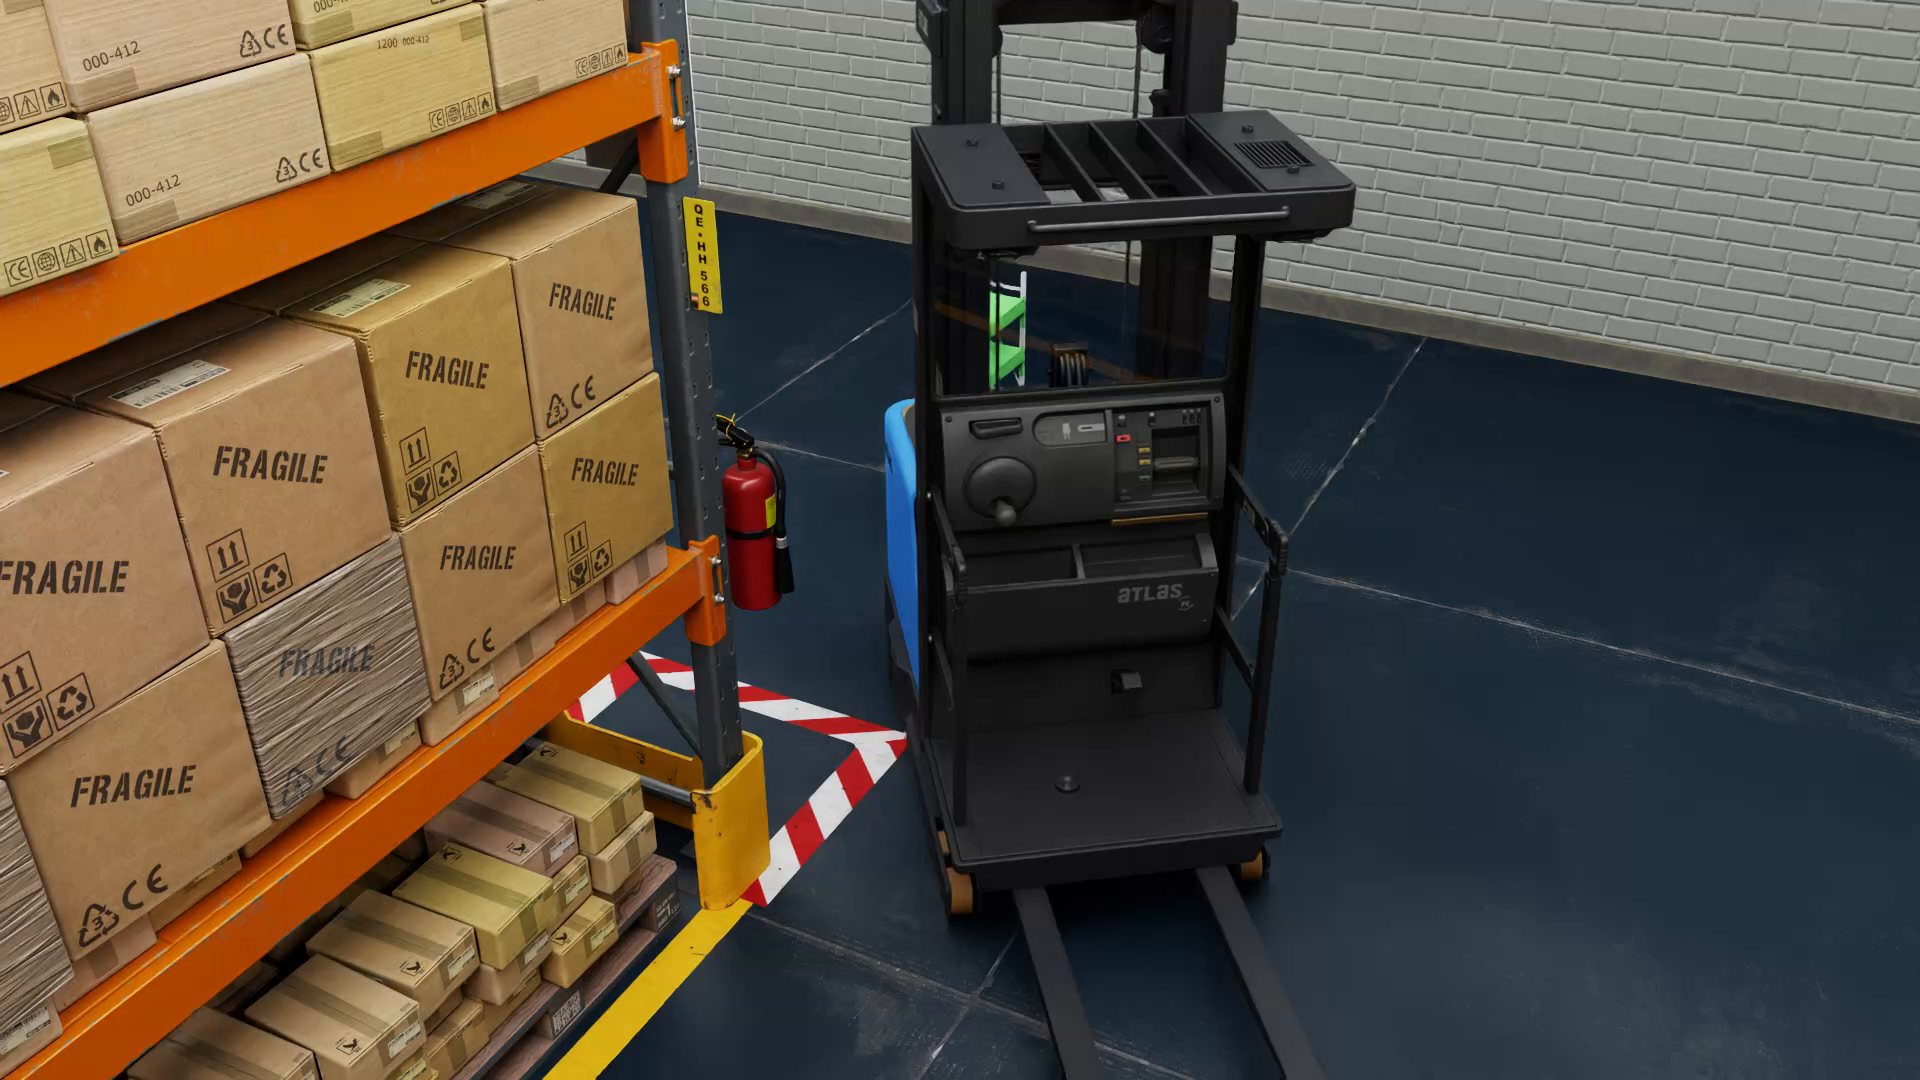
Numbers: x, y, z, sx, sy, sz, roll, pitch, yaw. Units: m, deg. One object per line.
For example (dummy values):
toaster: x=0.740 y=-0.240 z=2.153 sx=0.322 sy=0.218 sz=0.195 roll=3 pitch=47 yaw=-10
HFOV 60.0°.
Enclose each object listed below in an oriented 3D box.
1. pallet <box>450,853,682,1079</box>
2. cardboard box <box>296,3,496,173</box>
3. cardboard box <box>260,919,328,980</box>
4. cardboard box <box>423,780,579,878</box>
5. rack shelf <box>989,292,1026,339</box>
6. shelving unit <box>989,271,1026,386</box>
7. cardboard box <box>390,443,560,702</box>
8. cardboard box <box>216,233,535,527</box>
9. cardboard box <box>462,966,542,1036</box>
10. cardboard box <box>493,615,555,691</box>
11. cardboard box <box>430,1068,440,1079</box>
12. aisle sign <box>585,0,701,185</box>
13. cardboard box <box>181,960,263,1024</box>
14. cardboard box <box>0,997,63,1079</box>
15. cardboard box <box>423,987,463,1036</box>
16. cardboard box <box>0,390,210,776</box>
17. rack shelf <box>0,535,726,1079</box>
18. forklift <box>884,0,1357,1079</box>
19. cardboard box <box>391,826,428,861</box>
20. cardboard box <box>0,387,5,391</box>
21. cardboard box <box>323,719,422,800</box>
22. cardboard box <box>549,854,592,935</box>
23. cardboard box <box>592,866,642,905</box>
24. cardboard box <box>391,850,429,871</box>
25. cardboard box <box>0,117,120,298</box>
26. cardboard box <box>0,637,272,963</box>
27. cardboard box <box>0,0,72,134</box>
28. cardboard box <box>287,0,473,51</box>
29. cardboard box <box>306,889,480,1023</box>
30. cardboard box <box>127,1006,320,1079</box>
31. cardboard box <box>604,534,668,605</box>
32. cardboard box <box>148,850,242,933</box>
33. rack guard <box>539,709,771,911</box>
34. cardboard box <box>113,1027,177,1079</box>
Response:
pallet: x=-1.638 y=1.308 z=5.260 sx=1.003 sy=0.211 sz=1.213 roll=14 pitch=33 yaw=23
cardboard box: x=-1.399 y=-1.033 z=3.675 sx=0.500 sy=0.250 sz=0.500 roll=14 pitch=33 yaw=23
cardboard box: x=-2.090 y=1.139 z=4.897 sx=0.380 sy=0.149 sz=0.250 roll=15 pitch=33 yaw=25
cardboard box: x=-1.383 y=0.900 z=5.015 sx=0.380 sy=0.149 sz=0.250 roll=15 pitch=33 yaw=24
rack shelf: x=0.075 y=-0.955 z=7.372 sx=0.258 sy=0.148 sz=0.480 roll=14 pitch=33 yaw=23
shelving unit: x=0.075 y=-0.594 z=7.579 sx=0.258 sy=1.200 sz=0.503 roll=14 pitch=33 yaw=23
cardboard box: x=-1.416 y=0.026 z=4.294 sx=0.500 sy=0.500 sz=0.500 roll=14 pitch=33 yaw=22
cardboard box: x=-1.419 y=-0.409 z=4.047 sx=0.500 sy=0.500 sz=0.500 roll=13 pitch=32 yaw=22
cardboard box: x=-1.480 y=1.283 z=4.946 sx=0.380 sy=0.149 sz=0.250 roll=14 pitch=33 yaw=23
cardboard box: x=-1.346 y=0.247 z=4.560 sx=0.380 sy=0.149 sz=0.250 roll=14 pitch=33 yaw=23
cardboard box: x=-1.641 y=1.522 z=4.528 sx=0.380 sy=0.149 sz=0.250 roll=13 pitch=32 yaw=21
aisle sign: x=-0.901 y=-1.379 z=4.528 sx=0.394 sy=0.787 sz=0.004 roll=14 pitch=33 yaw=23
cardboard box: x=-2.164 y=1.146 z=4.586 sx=0.380 sy=0.149 sz=0.250 roll=16 pitch=33 yaw=25
cardboard box: x=-2.047 y=0.949 z=3.337 sx=0.380 sy=0.149 sz=0.250 roll=16 pitch=33 yaw=25
cardboard box: x=-1.637 y=1.264 z=4.680 sx=0.380 sy=0.149 sz=0.250 roll=14 pitch=33 yaw=23
cardboard box: x=-1.886 y=0.059 z=3.232 sx=0.500 sy=0.500 sz=0.500 roll=13 pitch=32 yaw=22
rack shelf: x=-2.113 y=0.912 z=3.873 sx=1.077 sy=0.370 sz=4.000 roll=14 pitch=33 yaw=23
forklift: x=0.441 y=-0.212 z=5.175 sx=1.130 sy=2.935 sz=3.031 roll=-5 pitch=30 yaw=-8
cardboard box: x=-1.761 y=0.814 z=5.164 sx=0.380 sy=0.149 sz=0.250 roll=15 pitch=33 yaw=24
cardboard box: x=-2.123 y=-0.303 z=3.863 sx=0.500 sy=0.500 sz=0.500 roll=14 pitch=33 yaw=22
cardboard box: x=-1.588 y=0.476 z=4.162 sx=0.380 sy=0.149 sz=0.250 roll=13 pitch=32 yaw=21
cardboard box: x=-1.355 y=1.041 z=5.068 sx=0.380 sy=0.149 sz=0.250 roll=14 pitch=33 yaw=22
cardboard box: x=-1.256 y=1.048 z=5.354 sx=0.380 sy=0.149 sz=0.250 roll=15 pitch=33 yaw=24
cardboard box: x=-1.844 y=0.921 z=5.277 sx=0.380 sy=0.149 sz=0.250 roll=14 pitch=33 yaw=23
cardboard box: x=-1.862 y=-0.576 z=2.880 sx=0.500 sy=0.250 sz=0.500 roll=16 pitch=33 yaw=25
cardboard box: x=-1.875 y=0.471 z=3.518 sx=0.500 sy=0.500 sz=0.500 roll=16 pitch=34 yaw=26
cardboard box: x=-1.893 y=-0.803 z=2.773 sx=0.500 sy=0.250 sz=0.500 roll=13 pitch=32 yaw=21
cardboard box: x=-1.417 y=-1.251 z=3.552 sx=0.500 sy=0.250 sz=0.500 roll=13 pitch=32 yaw=22
cardboard box: x=-1.562 y=1.144 z=4.590 sx=0.380 sy=0.149 sz=0.250 roll=13 pitch=32 yaw=21
cardboard box: x=-1.853 y=1.367 z=4.201 sx=0.380 sy=0.149 sz=0.250 roll=13 pitch=32 yaw=22
cardboard box: x=-1.098 y=0.031 z=4.937 sx=0.380 sy=0.149 sz=0.250 roll=14 pitch=33 yaw=23
cardboard box: x=-1.870 y=0.703 z=3.766 sx=0.380 sy=0.149 sz=0.250 roll=15 pitch=33 yaw=24
rack guard: x=-1.236 y=0.831 z=5.801 sx=1.175 sy=0.500 sz=0.348 roll=14 pitch=33 yaw=23
cardboard box: x=-2.213 y=1.407 z=4.429 sx=0.380 sy=0.149 sz=0.250 roll=16 pitch=34 yaw=26
